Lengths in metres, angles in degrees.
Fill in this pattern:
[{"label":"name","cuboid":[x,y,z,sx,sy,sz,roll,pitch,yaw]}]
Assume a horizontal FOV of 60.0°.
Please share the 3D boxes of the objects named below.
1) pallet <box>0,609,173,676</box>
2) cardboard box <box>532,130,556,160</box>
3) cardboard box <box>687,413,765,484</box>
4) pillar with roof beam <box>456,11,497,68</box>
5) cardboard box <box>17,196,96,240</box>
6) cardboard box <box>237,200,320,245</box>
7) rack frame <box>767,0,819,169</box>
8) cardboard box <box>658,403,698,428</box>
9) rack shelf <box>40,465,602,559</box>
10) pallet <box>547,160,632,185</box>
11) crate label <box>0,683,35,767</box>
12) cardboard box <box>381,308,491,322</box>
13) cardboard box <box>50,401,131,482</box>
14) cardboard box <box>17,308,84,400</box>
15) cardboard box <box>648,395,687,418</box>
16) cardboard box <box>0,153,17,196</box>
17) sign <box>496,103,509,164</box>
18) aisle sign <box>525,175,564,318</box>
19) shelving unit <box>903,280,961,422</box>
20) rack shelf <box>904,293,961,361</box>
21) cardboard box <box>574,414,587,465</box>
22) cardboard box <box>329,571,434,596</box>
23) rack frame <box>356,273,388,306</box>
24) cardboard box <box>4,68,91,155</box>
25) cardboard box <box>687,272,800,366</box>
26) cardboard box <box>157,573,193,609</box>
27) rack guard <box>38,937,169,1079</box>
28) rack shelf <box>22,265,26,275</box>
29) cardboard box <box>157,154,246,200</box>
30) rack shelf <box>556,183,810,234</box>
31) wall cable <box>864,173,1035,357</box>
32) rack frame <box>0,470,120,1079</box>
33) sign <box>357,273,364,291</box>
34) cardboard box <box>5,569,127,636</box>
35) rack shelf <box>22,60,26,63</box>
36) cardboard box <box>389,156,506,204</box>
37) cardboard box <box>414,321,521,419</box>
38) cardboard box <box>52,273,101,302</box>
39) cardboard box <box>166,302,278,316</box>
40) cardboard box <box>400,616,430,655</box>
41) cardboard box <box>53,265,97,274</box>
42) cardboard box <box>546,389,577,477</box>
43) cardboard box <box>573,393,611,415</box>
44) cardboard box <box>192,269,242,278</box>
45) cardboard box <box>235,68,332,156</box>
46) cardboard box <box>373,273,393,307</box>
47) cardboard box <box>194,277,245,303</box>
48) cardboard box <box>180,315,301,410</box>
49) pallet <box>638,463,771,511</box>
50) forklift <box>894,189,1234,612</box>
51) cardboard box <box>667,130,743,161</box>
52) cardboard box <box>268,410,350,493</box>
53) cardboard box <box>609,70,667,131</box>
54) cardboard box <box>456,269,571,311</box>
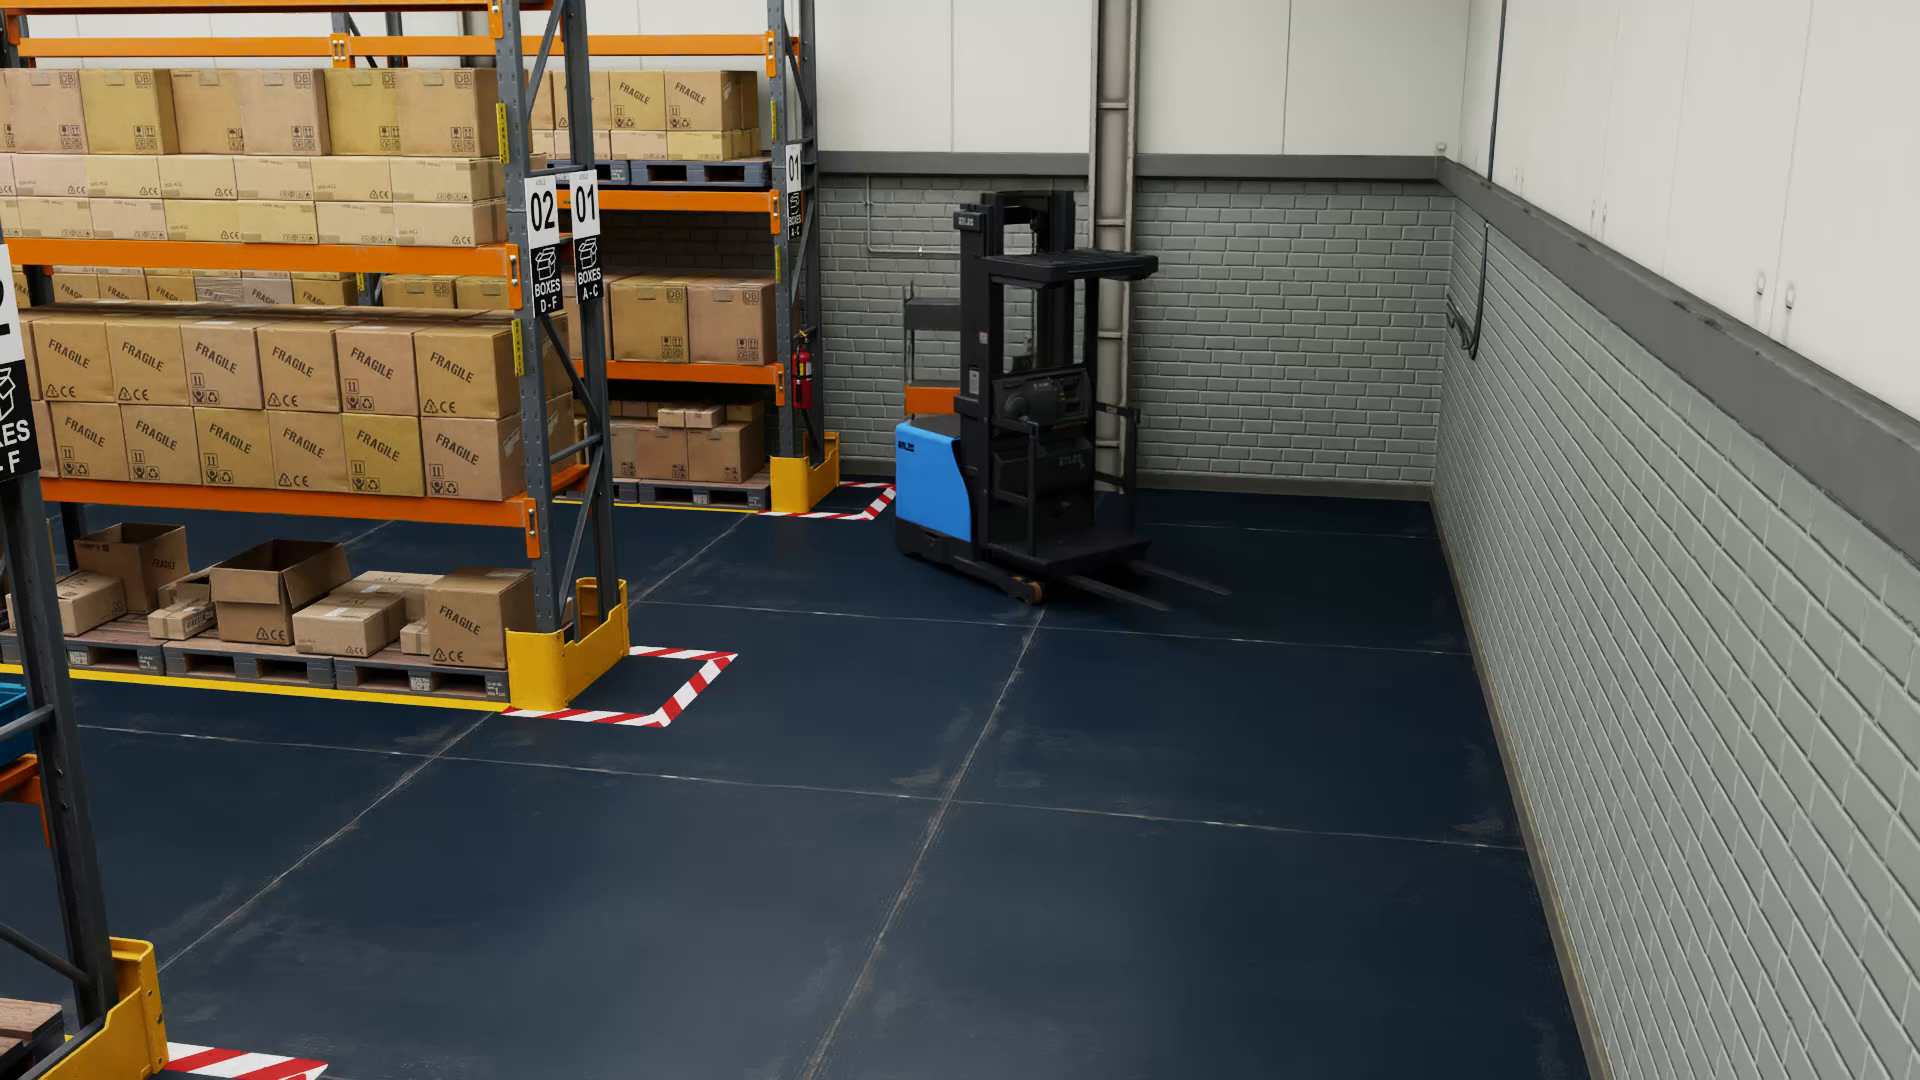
[{"label":"pallet","cuboid":[-5.676,0.621,11.356,1.213,0.211,1.003,3,16,11]},{"label":"cardboard box","cuboid":[-3.740,-3.518,14.761,0.500,0.250,0.500,3,16,10]},{"label":"cardboard box","cuboid":[-2.151,-0.852,15.344,0.500,0.500,0.700,3,16,11]},{"label":"pillar with roof beam","cuboid":[-5.364,-4.010,11.611,0.400,9.000,9.100,3,16,11]},{"label":"cardboard box","cuboid":[-5.432,-2.015,10.309,0.500,0.250,0.500,3,16,11]},{"label":"cardboard box","cuboid":[-3.965,-1.931,10.007,0.500,0.250,0.500,3,16,11]},{"label":"rack frame","cuboid":[-1.445,-4.734,14.226,0.127,3.000,1.000,3,16,11]},{"label":"cardboard box","cuboid":[-2.564,-1.137,15.159,0.250,0.149,0.380,4,16,13]},{"label":"rack shelf","cuboid":[-4.388,-0.307,10.828,4.000,0.370,1.077,3,16,11]},{"label":"pallet","cuboid":[-3.373,-3.347,15.003,1.213,0.211,1.003,3,16,11]},{"label":"crate label","cuboid":[-3.596,0.701,6.043,0.303,0.233,0.416,3,16,11]},{"label":"cardboard box","cuboid":[-3.325,-1.196,10.629,0.500,0.500,0.500,3,16,12]},{"label":"cardboard box","cuboid":[-5.401,-0.683,10.652,0.500,0.500,0.500,3,16,12]},{"label":"cardboard box","cuboid":[-5.943,-1.191,10.613,0.500,0.500,0.500,4,16,13]},{"label":"cardboard box","cuboid":[-2.730,-1.250,15.568,0.250,0.149,0.380,3,16,12]},{"label":"cardboard box","cuboid":[-5.921,-2.283,10.341,0.500,0.250,0.500,3,16,11]},{"label":"sign","cuboid":[-2.559,-2.275,9.309,0.005,0.325,0.100,3,16,11]},{"label":"aisle sign","cuboid":[-2.423,-1.716,9.698,0.004,0.787,0.394,3,16,11]},{"label":"shelving unit","cuboid":[-0.192,-1.119,14.099,0.503,2.100,0.431,2,16,8]},{"label":"rack shelf","cuboid":[-0.192,-1.780,13.915,0.480,0.518,0.431,2,16,8]},{"label":"cardboard box","cuboid":[-3.658,-0.932,15.632,0.500,0.500,0.700,3,16,12]},{"label":"cardboard box","cuboid":[-3.885,0.410,11.221,0.500,0.250,0.500,3,16,11]},{"label":"rack frame","cuboid":[-5.365,-2.056,15.795,0.127,3.000,1.000,3,16,11]},{"label":"cardboard box","cuboid":[-5.403,-2.656,10.282,0.500,0.500,0.700,3,16,11]},{"label":"cardboard box","cuboid":[-1.947,-2.012,15.075,0.700,0.700,0.980,4,16,14]},{"label":"cardboard box","cuboid":[-5.354,0.362,11.581,0.250,0.149,0.380,3,16,11]},{"label":"rack guard","cuboid":[-3.393,1.951,6.012,0.348,0.500,1.175,3,16,11]},{"label":"rack shelf","cuboid":[-8.308,-1.965,11.196,4.000,0.370,1.077,3,16,11]},{"label":"cardboard box","cuboid":[-4.453,-2.201,10.044,0.500,0.250,0.500,3,16,11]},{"label":"rack shelf","cuboid":[-3.405,-3.048,15.106,4.000,0.370,1.077,3,16,11]},{"label":"wall cable","cuboid":[-0.002,-2.512,15.539,1.851,1.984,0.084,3,16,11]},{"label":"rack frame","cuboid":[-3.419,0.749,5.671,0.127,3.000,1.000,3,16,11]},{"label":"sign","cuboid":[-5.463,-2.433,15.137,0.005,0.325,0.100,3,16,11]},{"label":"cardboard box","cuboid":[-5.980,0.403,11.131,0.500,0.311,0.500,3,16,11]},{"label":"rack shelf","cuboid":[-11.245,-4.727,16.296,4.000,0.370,1.077,3,16,11]},{"label":"cardboard box","cuboid":[-2.983,-2.122,9.759,0.500,0.250,0.500,3,16,11]},{"label":"cardboard box","cuboid":[-2.920,-1.029,10.027,0.500,0.500,0.500,3,16,11]},{"label":"cardboard box","cuboid":[-8.348,-2.347,16.063,0.500,0.500,0.500,4,16,13]},{"label":"cardboard box","cuboid":[-4.805,-1.277,10.924,0.500,0.500,0.500,3,16,12]},{"label":"cardboard box","cuboid":[-3.389,0.597,10.702,0.250,0.166,0.380,3,16,11]},{"label":"cardboard box","cuboid":[-8.364,-2.711,15.974,0.500,0.250,0.500,3,16,10]},{"label":"cardboard box","cuboid":[-2.811,-0.688,10.669,0.500,0.500,0.500,3,16,12]},{"label":"cardboard box","cuboid":[-3.479,-1.291,15.714,0.250,0.149,0.380,3,16,10]},{"label":"cardboard box","cuboid":[-6.873,-2.633,15.693,0.500,0.250,0.500,3,16,12]},{"label":"cardboard box","cuboid":[-3.920,-2.593,10.055,0.500,0.500,0.700,3,16,11]},{"label":"cardboard box","cuboid":[-5.765,-2.347,16.066,0.500,0.500,0.500,3,16,9]},{"label":"cardboard box","cuboid":[-6.860,-2.269,15.783,0.500,0.500,0.500,3,16,11]},{"label":"cardboard box","cuboid":[-4.427,-1.109,10.317,0.500,0.500,0.500,4,16,13]},{"label":"pallet","cuboid":[-2.244,-0.521,15.479,1.213,0.211,1.003,3,16,11]},{"label":"forklift","cuboid":[0.757,-1.085,12.417,1.130,2.935,3.031,-12,19,-36]},{"label":"cardboard box","cuboid":[-2.216,-3.437,14.467,0.500,0.250,0.500,4,16,13]},{"label":"cardboard box","cuboid":[-3.919,-0.603,10.361,0.500,0.500,0.500,3,16,12]},{"label":"cardboard box","cuboid":[-2.705,-3.825,14.466,0.500,0.500,0.500,4,16,13]},{"label":"cardboard box","cuboid":[-4.122,-2.127,15.490,0.700,0.700,0.980,3,16,10]}]
